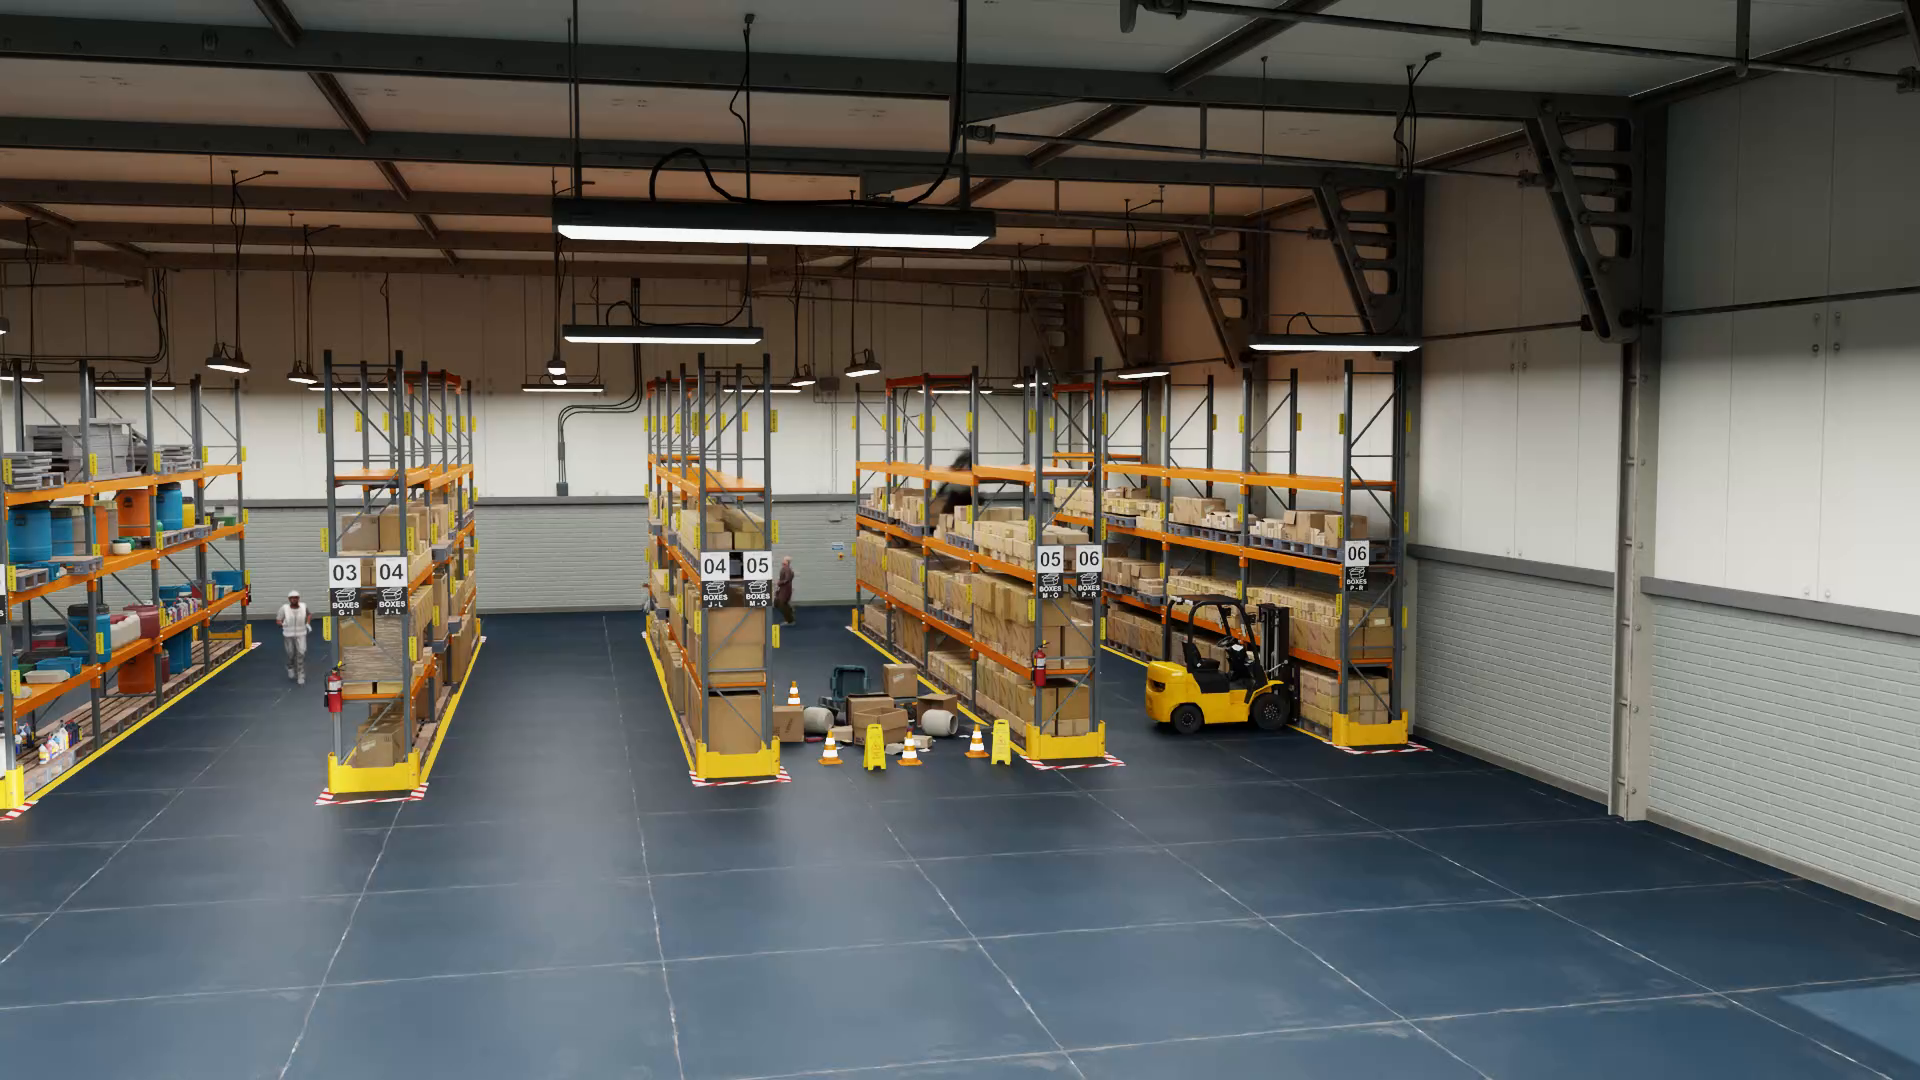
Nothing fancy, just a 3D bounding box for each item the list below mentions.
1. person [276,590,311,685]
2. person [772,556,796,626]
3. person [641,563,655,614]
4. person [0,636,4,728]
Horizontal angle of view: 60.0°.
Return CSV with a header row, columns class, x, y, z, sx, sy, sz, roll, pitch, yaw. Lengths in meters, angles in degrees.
class,x,y,z,sx,sy,sz,roll,pitch,yaw
person,-12.880,1.855,32.186,0.645,1.785,0.977,-2,4,-25
person,-4.383,1.261,41.343,0.626,1.737,0.707,-1,4,-12
person,-7.346,1.331,40.195,0.684,1.710,0.701,-1,4,-18
person,-15.895,2.327,27.467,0.522,1.553,0.577,-2,4,-23
